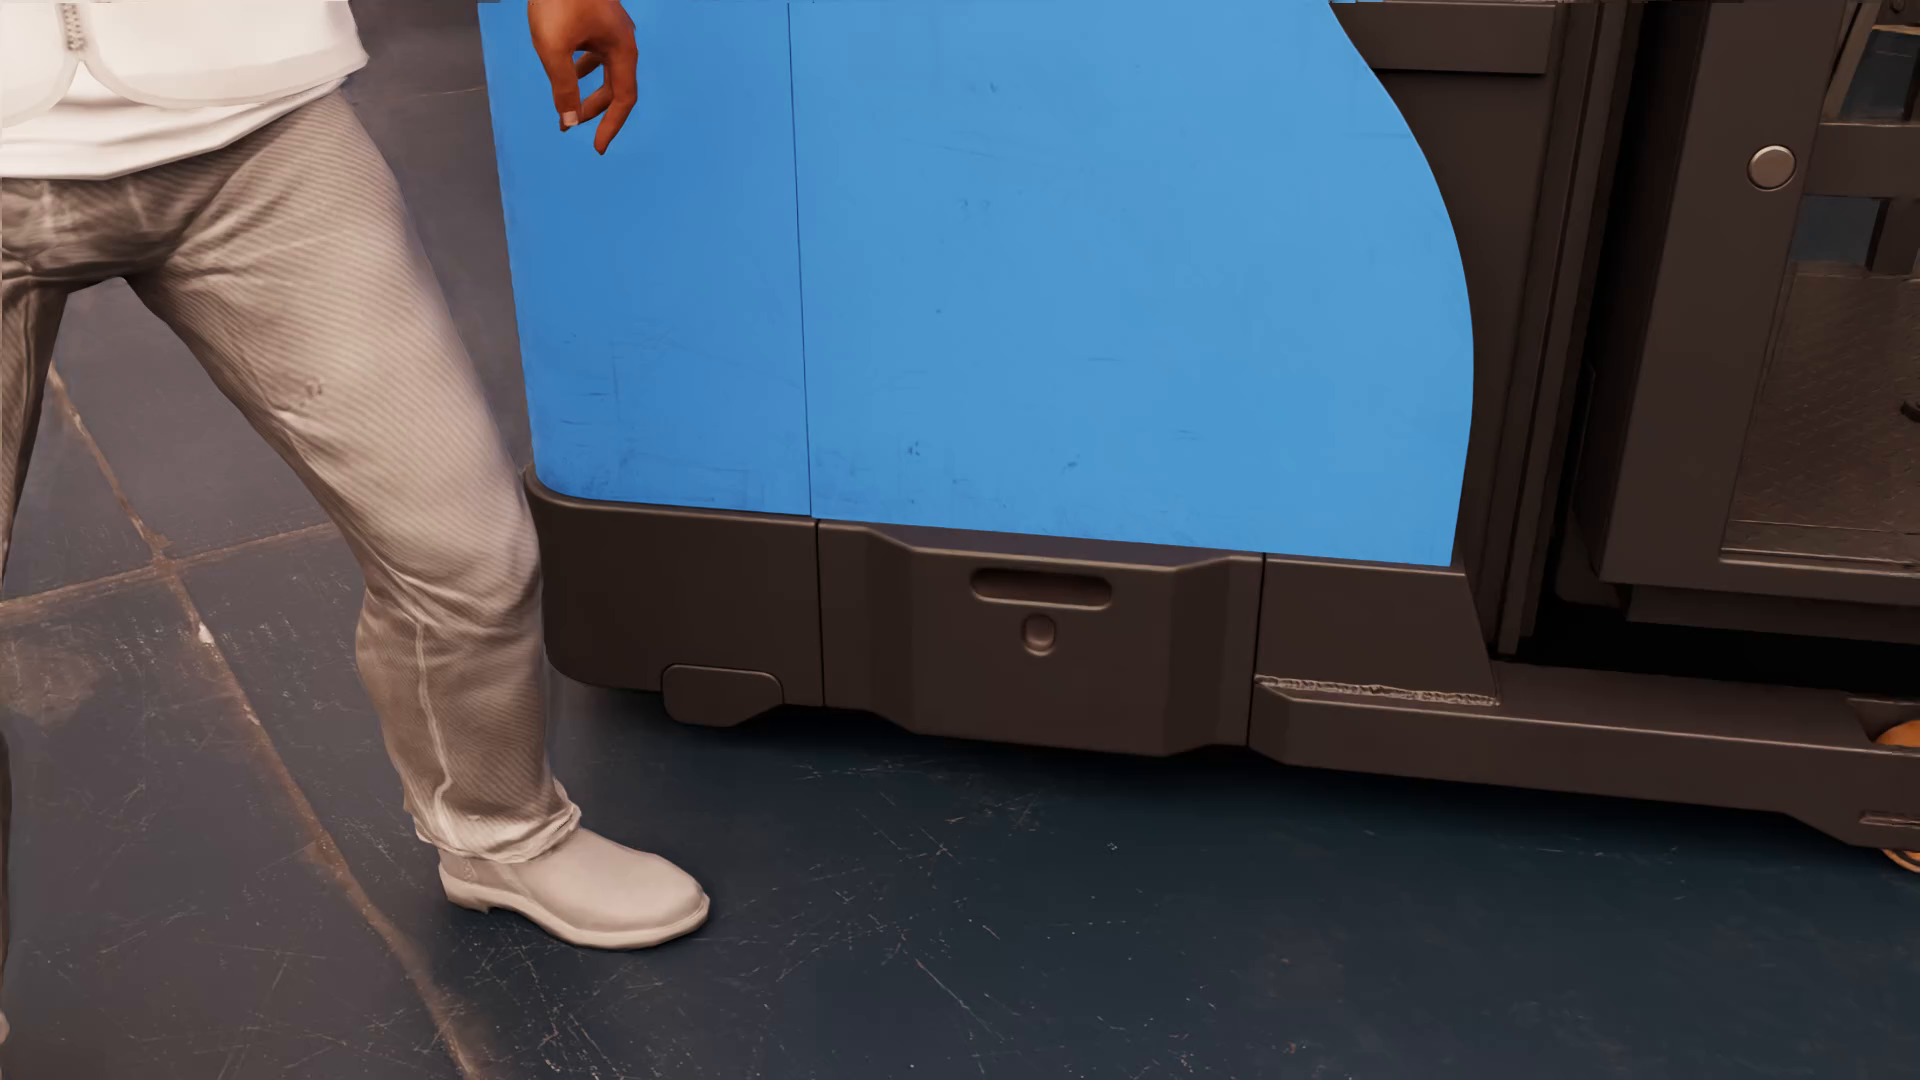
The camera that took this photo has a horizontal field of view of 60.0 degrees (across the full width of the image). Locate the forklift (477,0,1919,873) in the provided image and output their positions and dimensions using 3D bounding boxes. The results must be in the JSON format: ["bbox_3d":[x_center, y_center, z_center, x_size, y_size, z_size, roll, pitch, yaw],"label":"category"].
[{"bbox_3d":[1.049,-1.193,1.610,3.031,2.935,1.130,4,27,9],"label":"forklift"}]

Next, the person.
[{"bbox_3d":[-0.638,-0.269,1.143,0.963,1.716,0.433,-18,32,-32],"label":"person"}]
